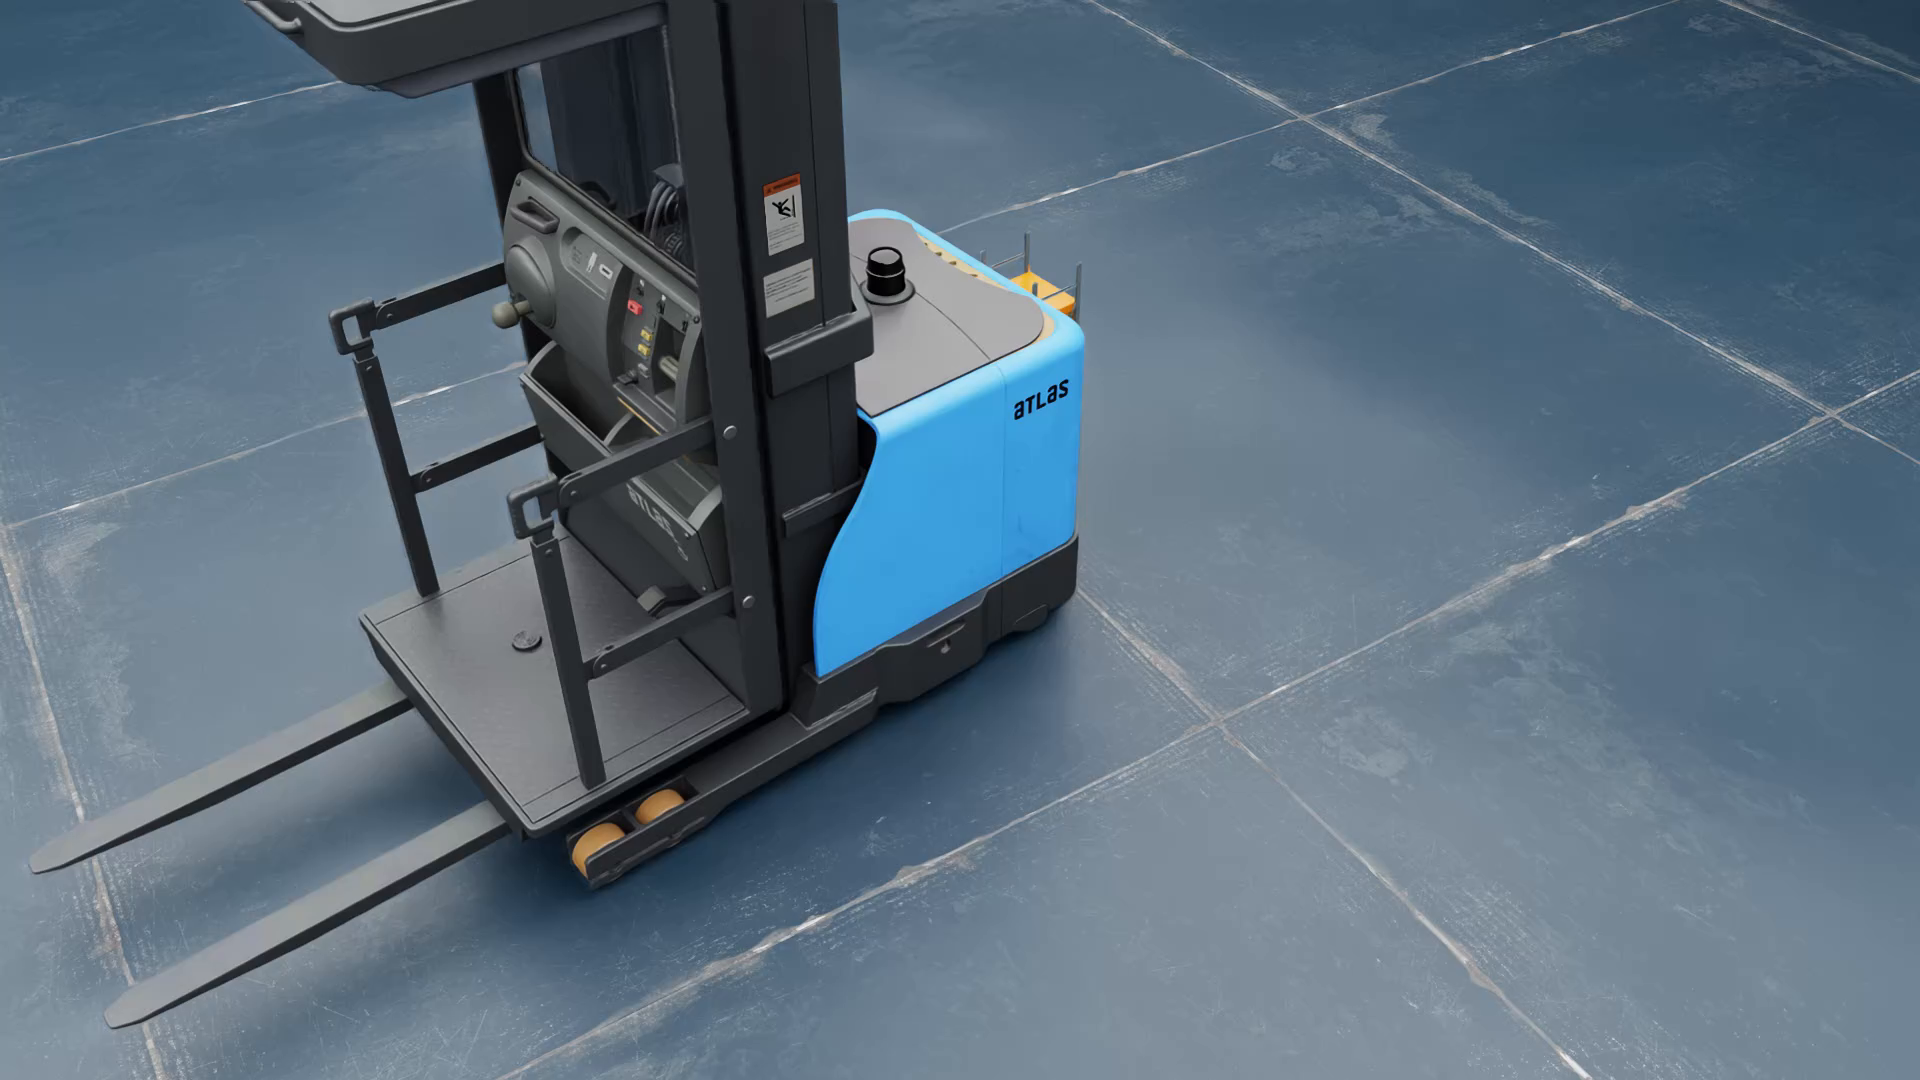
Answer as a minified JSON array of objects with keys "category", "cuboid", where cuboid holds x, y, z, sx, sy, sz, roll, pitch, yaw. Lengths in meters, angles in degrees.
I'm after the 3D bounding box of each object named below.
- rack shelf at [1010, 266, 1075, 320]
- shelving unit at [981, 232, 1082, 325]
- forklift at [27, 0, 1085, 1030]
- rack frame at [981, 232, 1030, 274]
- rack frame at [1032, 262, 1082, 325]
[{"category":"rack shelf","cuboid":[0.221,-0.685,5.325,0.215,0.259,0.240,-28,47,-29]},{"category":"shelving unit","cuboid":[0.221,-0.475,5.499,0.215,1.050,0.252,-28,47,-29]},{"category":"forklift","cuboid":[-1.081,-0.559,4.131,3.031,2.935,1.130,-28,47,-29]},{"category":"rack frame","cuboid":[0.143,-0.535,5.572,0.200,1.050,0.008,-28,47,-29]},{"category":"rack frame","cuboid":[0.298,-0.414,5.427,0.200,1.050,0.008,-28,47,-29]}]
